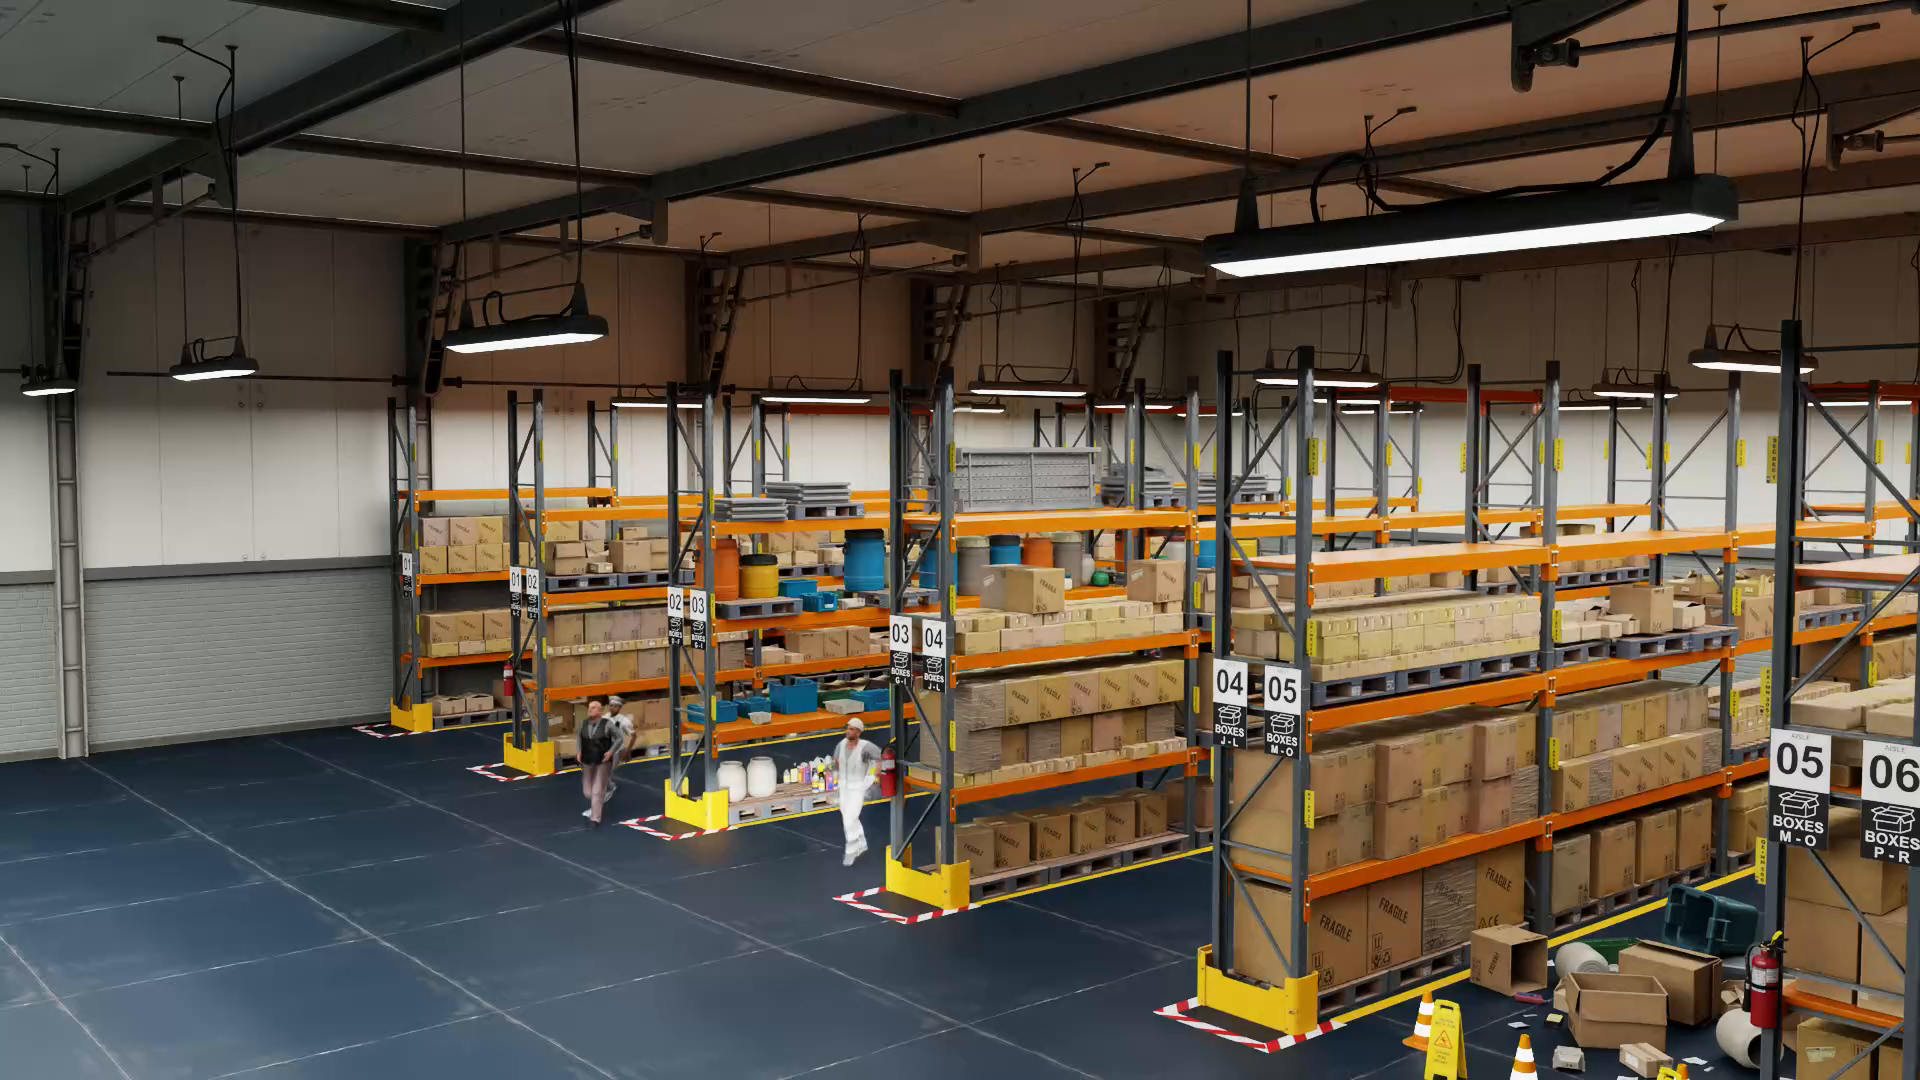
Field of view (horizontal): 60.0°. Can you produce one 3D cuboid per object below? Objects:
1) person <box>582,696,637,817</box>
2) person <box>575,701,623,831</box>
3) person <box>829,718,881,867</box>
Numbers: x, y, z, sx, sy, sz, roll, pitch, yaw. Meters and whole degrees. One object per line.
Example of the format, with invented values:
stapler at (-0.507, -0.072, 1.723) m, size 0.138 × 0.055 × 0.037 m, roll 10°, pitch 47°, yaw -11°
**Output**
person at (-4.858, 2.982, 23.206) m, size 0.641 × 1.649 × 0.837 m, roll 1°, pitch 4°, yaw 19°
person at (-4.877, 3.014, 22.481) m, size 0.672 × 1.694 × 0.727 m, roll 1°, pitch 3°, yaw 9°
person at (-1.300, 3.093, 20.405) m, size 0.665 × 1.847 × 0.695 m, roll 2°, pitch 4°, yaw 36°
